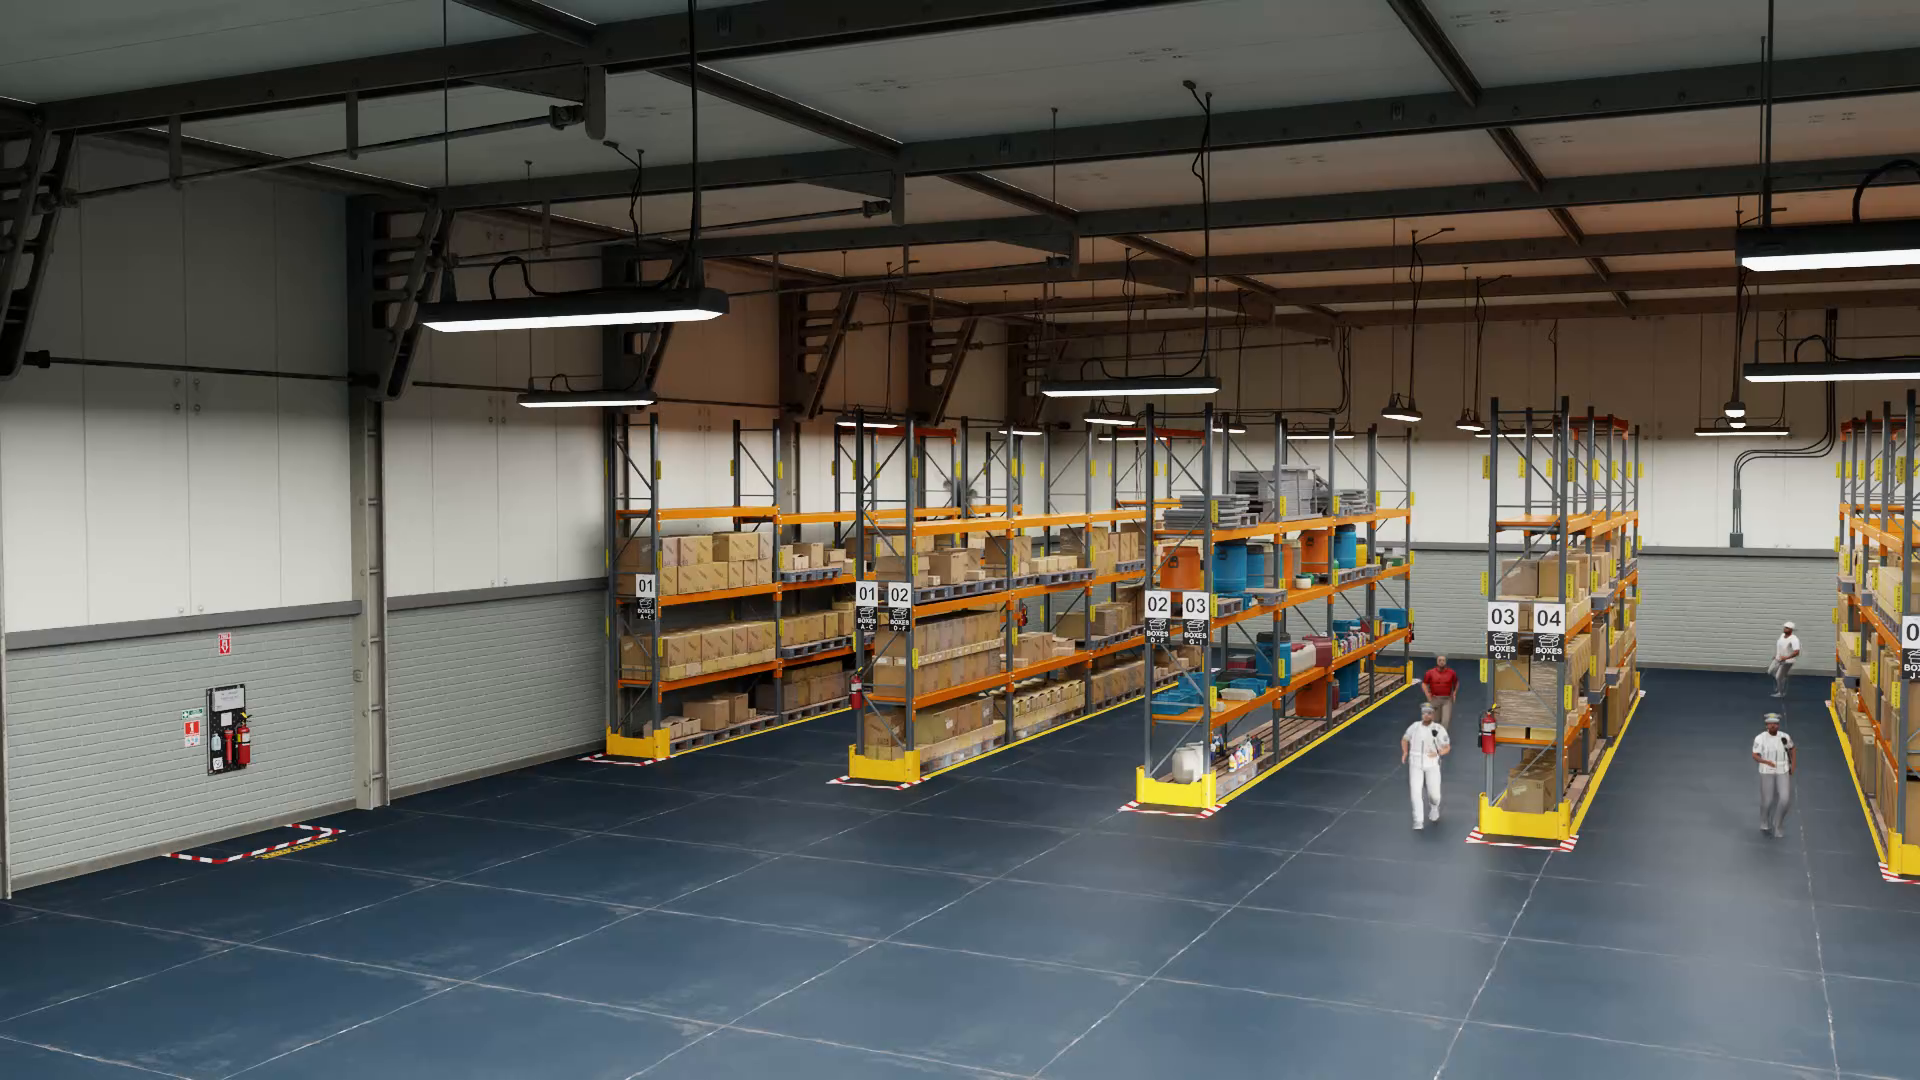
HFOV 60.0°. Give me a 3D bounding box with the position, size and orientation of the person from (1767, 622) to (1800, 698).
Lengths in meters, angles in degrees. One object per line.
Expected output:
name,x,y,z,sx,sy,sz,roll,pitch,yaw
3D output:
person,18.011,2.630,36.376,0.560,1.689,0.739,-1,2,-13

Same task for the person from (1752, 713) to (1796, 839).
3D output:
person,11.145,3.217,22.753,0.579,1.713,0.704,1,3,18

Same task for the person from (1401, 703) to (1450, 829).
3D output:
person,6.505,3.152,23.326,0.690,1.741,0.767,1,3,24

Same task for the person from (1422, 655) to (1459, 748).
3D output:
person,8.638,2.914,29.878,0.662,1.707,0.775,0,2,9
